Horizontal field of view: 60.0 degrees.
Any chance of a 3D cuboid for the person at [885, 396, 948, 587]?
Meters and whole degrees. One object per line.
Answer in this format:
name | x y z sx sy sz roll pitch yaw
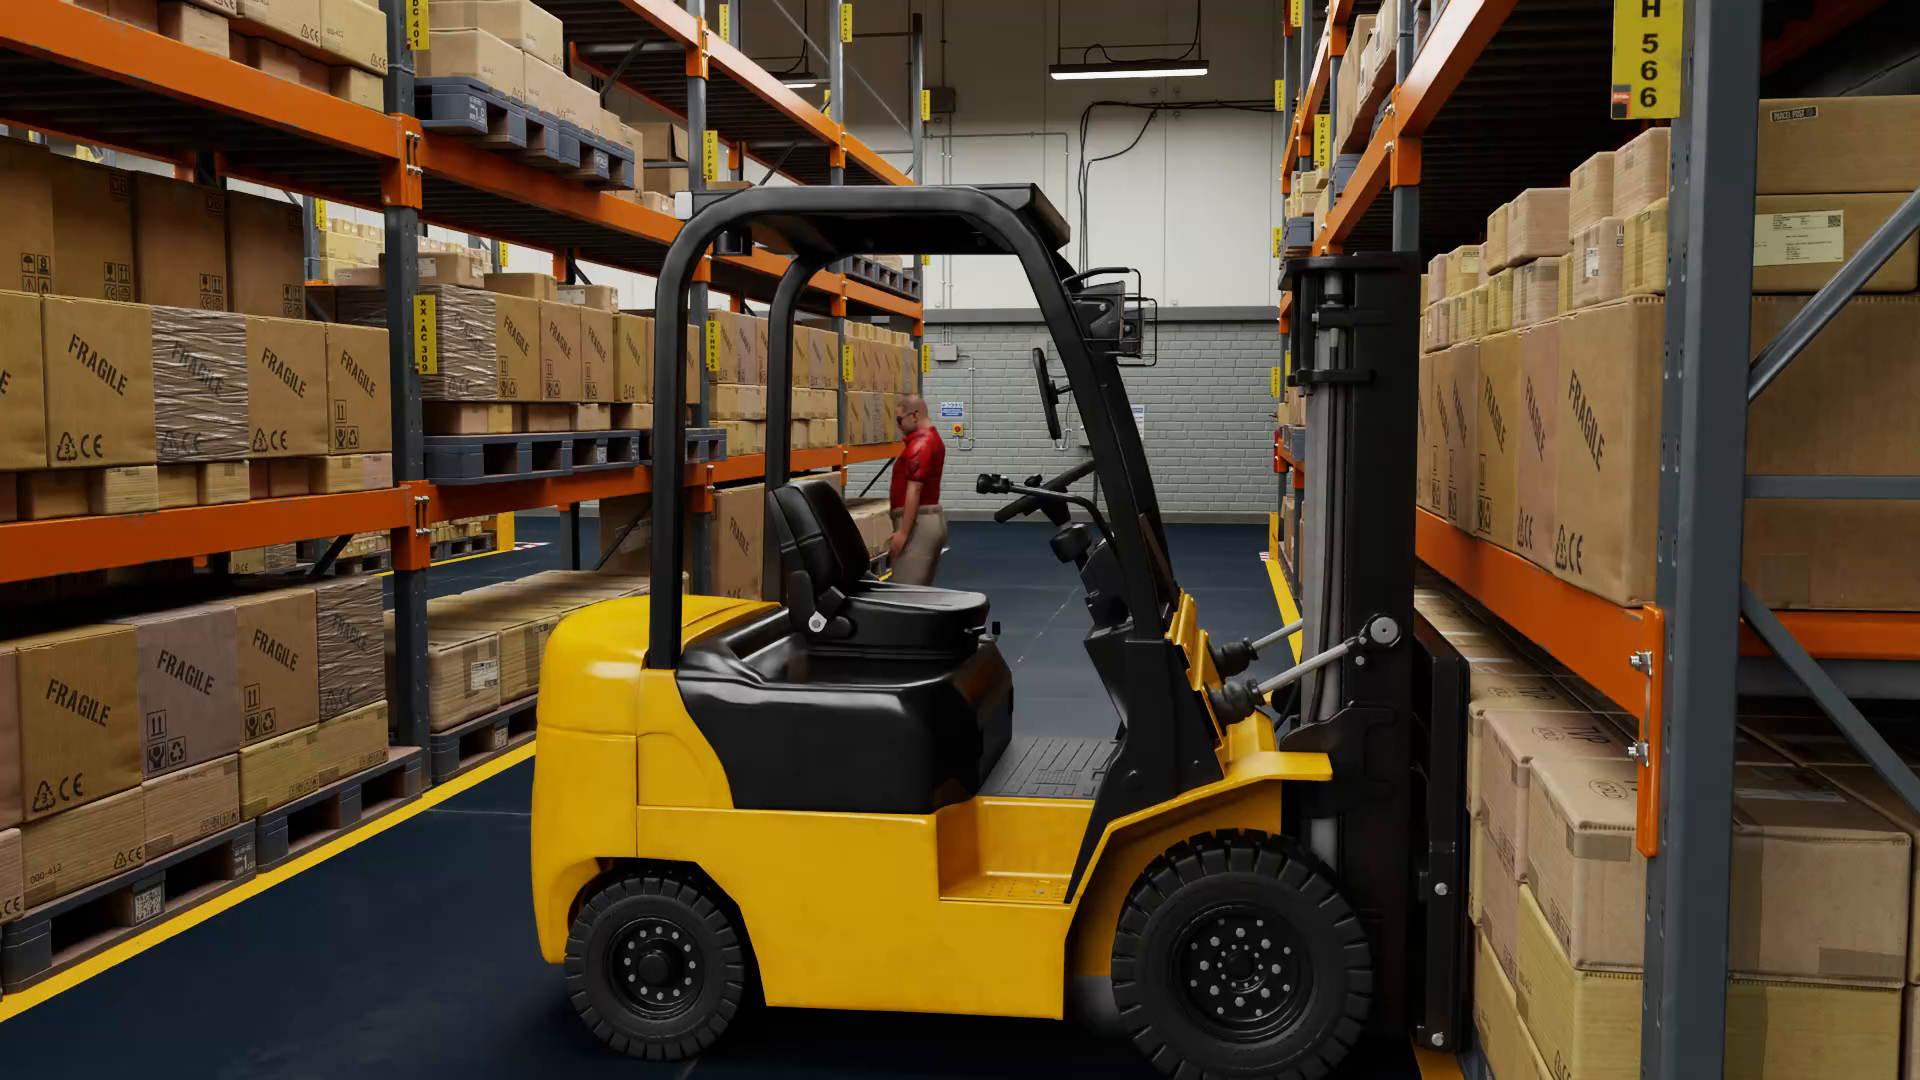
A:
person | -0.273 -0.035 10.318 0.357 1.717 0.534 1 4 10
